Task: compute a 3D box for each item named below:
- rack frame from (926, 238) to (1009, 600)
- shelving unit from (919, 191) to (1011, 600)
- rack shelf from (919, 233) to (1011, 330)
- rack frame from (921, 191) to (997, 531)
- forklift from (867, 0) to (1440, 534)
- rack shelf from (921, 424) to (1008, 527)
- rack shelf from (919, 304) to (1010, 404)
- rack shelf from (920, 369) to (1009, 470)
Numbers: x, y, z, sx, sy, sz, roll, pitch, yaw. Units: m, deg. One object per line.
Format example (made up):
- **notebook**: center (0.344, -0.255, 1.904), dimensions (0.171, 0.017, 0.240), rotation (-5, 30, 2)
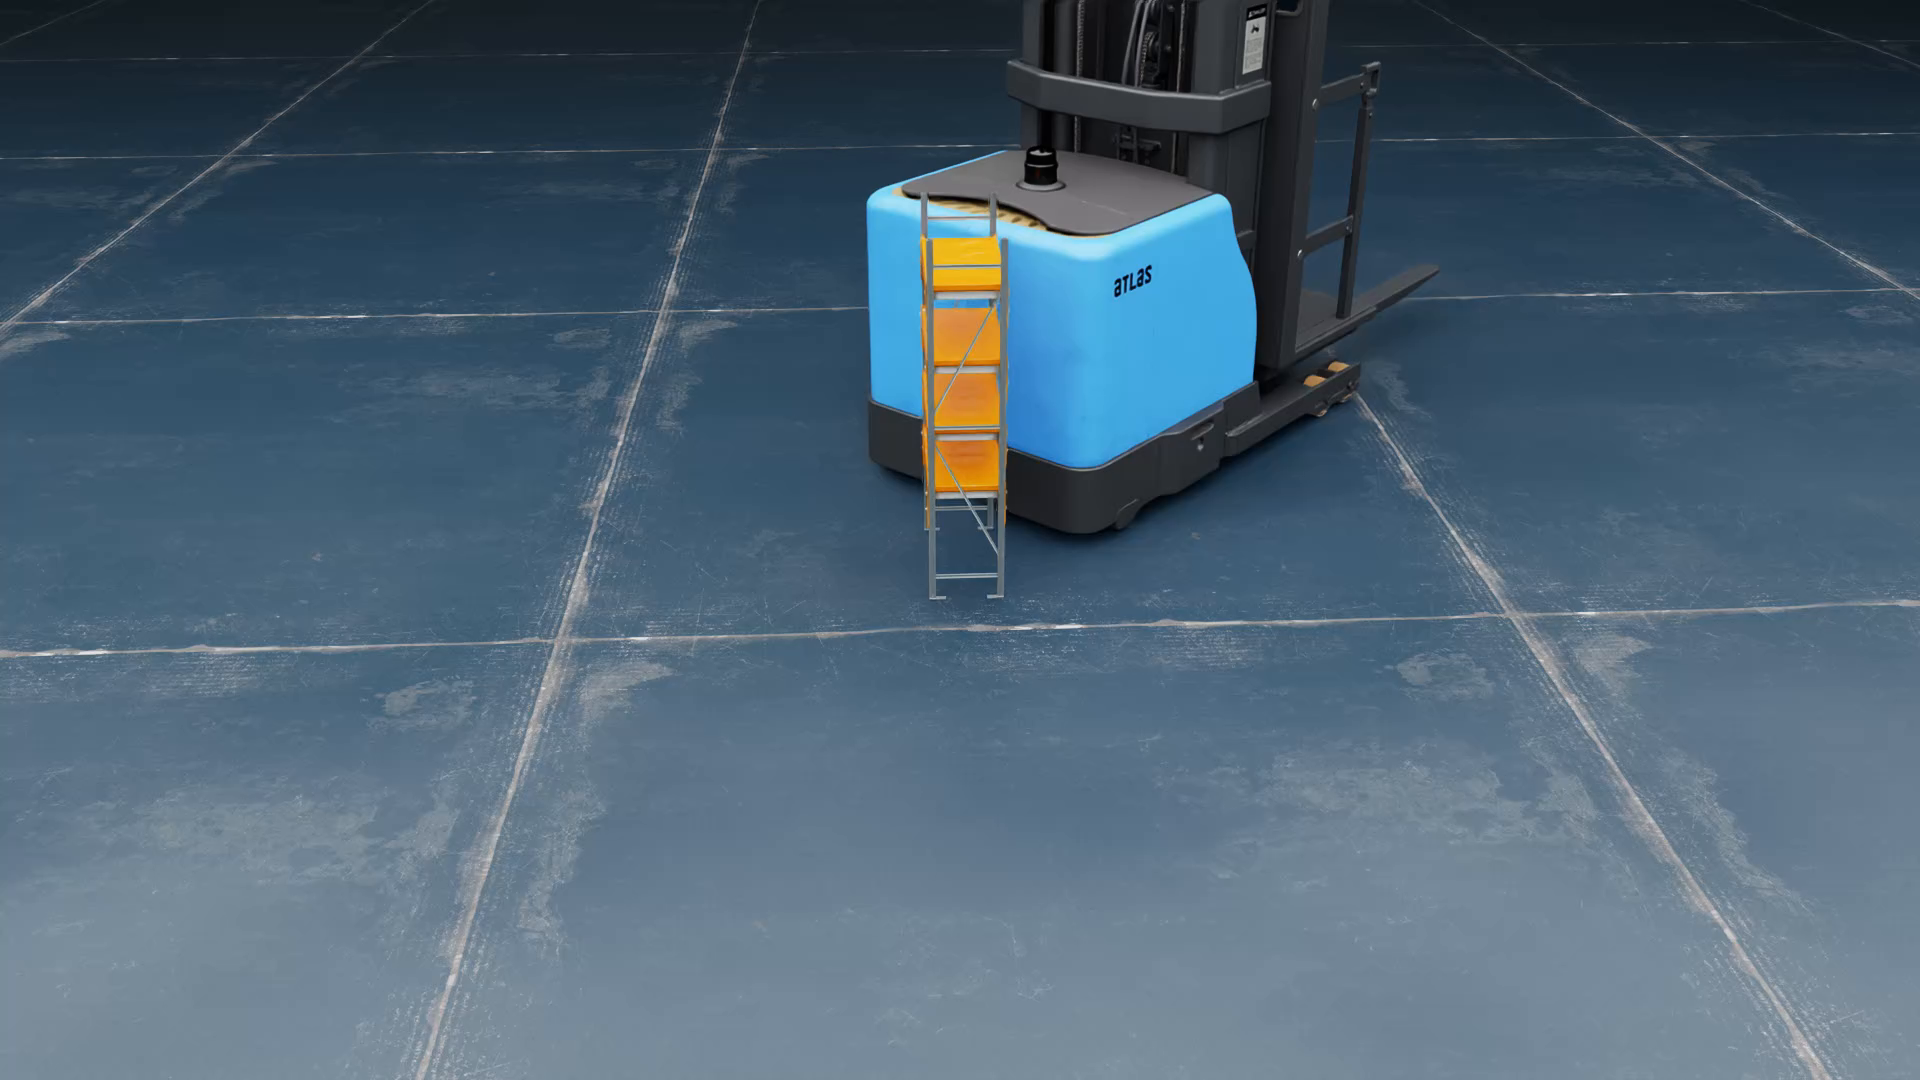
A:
- **rack frame**: center (0.021, -0.343, 5.110), dimensions (0.240, 1.200, 0.015), rotation (-1, 28, -3)
- **shelving unit**: center (0.009, -0.456, 5.326), dimensions (0.258, 1.200, 0.503), rotation (-1, 28, -3)
- **rack shelf**: center (0.009, -0.804, 5.144), dimensions (0.258, 0.148, 0.480), rotation (-1, 28, -3)
- **rack frame**: center (-0.004, -0.568, 5.542), dimensions (0.240, 1.200, 0.015), rotation (-1, 28, -3)
- **forklift**: center (0.992, -1.928, 6.277), dimensions (1.130, 2.935, 3.031), rotation (21, 34, 35)
- **rack shelf**: center (0.009, -0.220, 5.449), dimensions (0.258, 0.148, 0.480), rotation (-1, 28, -3)
- **rack shelf**: center (0.009, -0.594, 5.254), dimensions (0.258, 0.148, 0.480), rotation (-1, 28, -3)
- **rack shelf**: center (0.009, -0.396, 5.357), dimensions (0.258, 0.148, 0.480), rotation (-1, 28, -3)
